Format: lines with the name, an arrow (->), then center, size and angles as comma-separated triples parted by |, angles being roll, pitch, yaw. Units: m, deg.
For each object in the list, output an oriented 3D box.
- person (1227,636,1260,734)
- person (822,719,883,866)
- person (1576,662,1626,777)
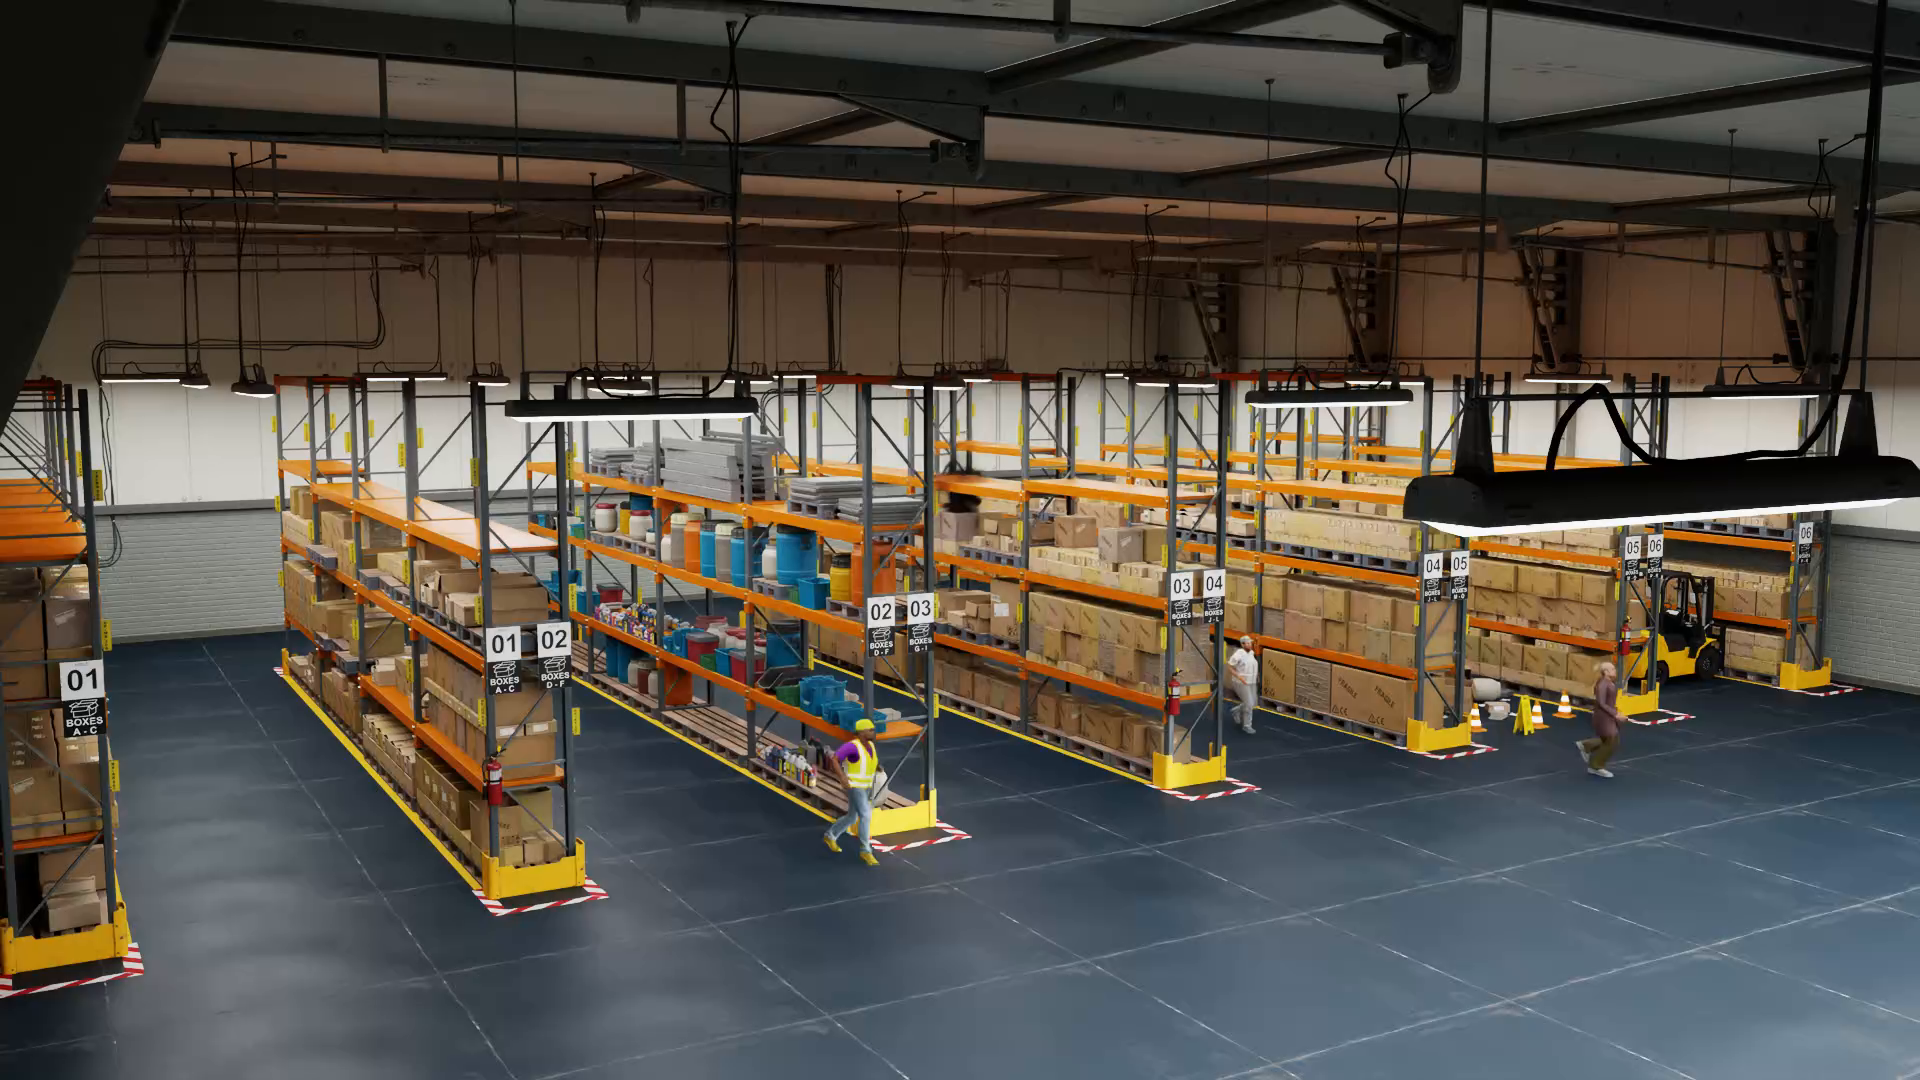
person -> 4.808, 2.435, 28.268 | 0.614, 1.648, 0.631 | -5, 8, -40
person -> -1.296, 3.160, 21.181 | 0.899, 1.772, 0.721 | 3, 7, 24
person -> 9.761, 2.714, 25.298 | 0.702, 1.749, 0.733 | 3, 7, 26
